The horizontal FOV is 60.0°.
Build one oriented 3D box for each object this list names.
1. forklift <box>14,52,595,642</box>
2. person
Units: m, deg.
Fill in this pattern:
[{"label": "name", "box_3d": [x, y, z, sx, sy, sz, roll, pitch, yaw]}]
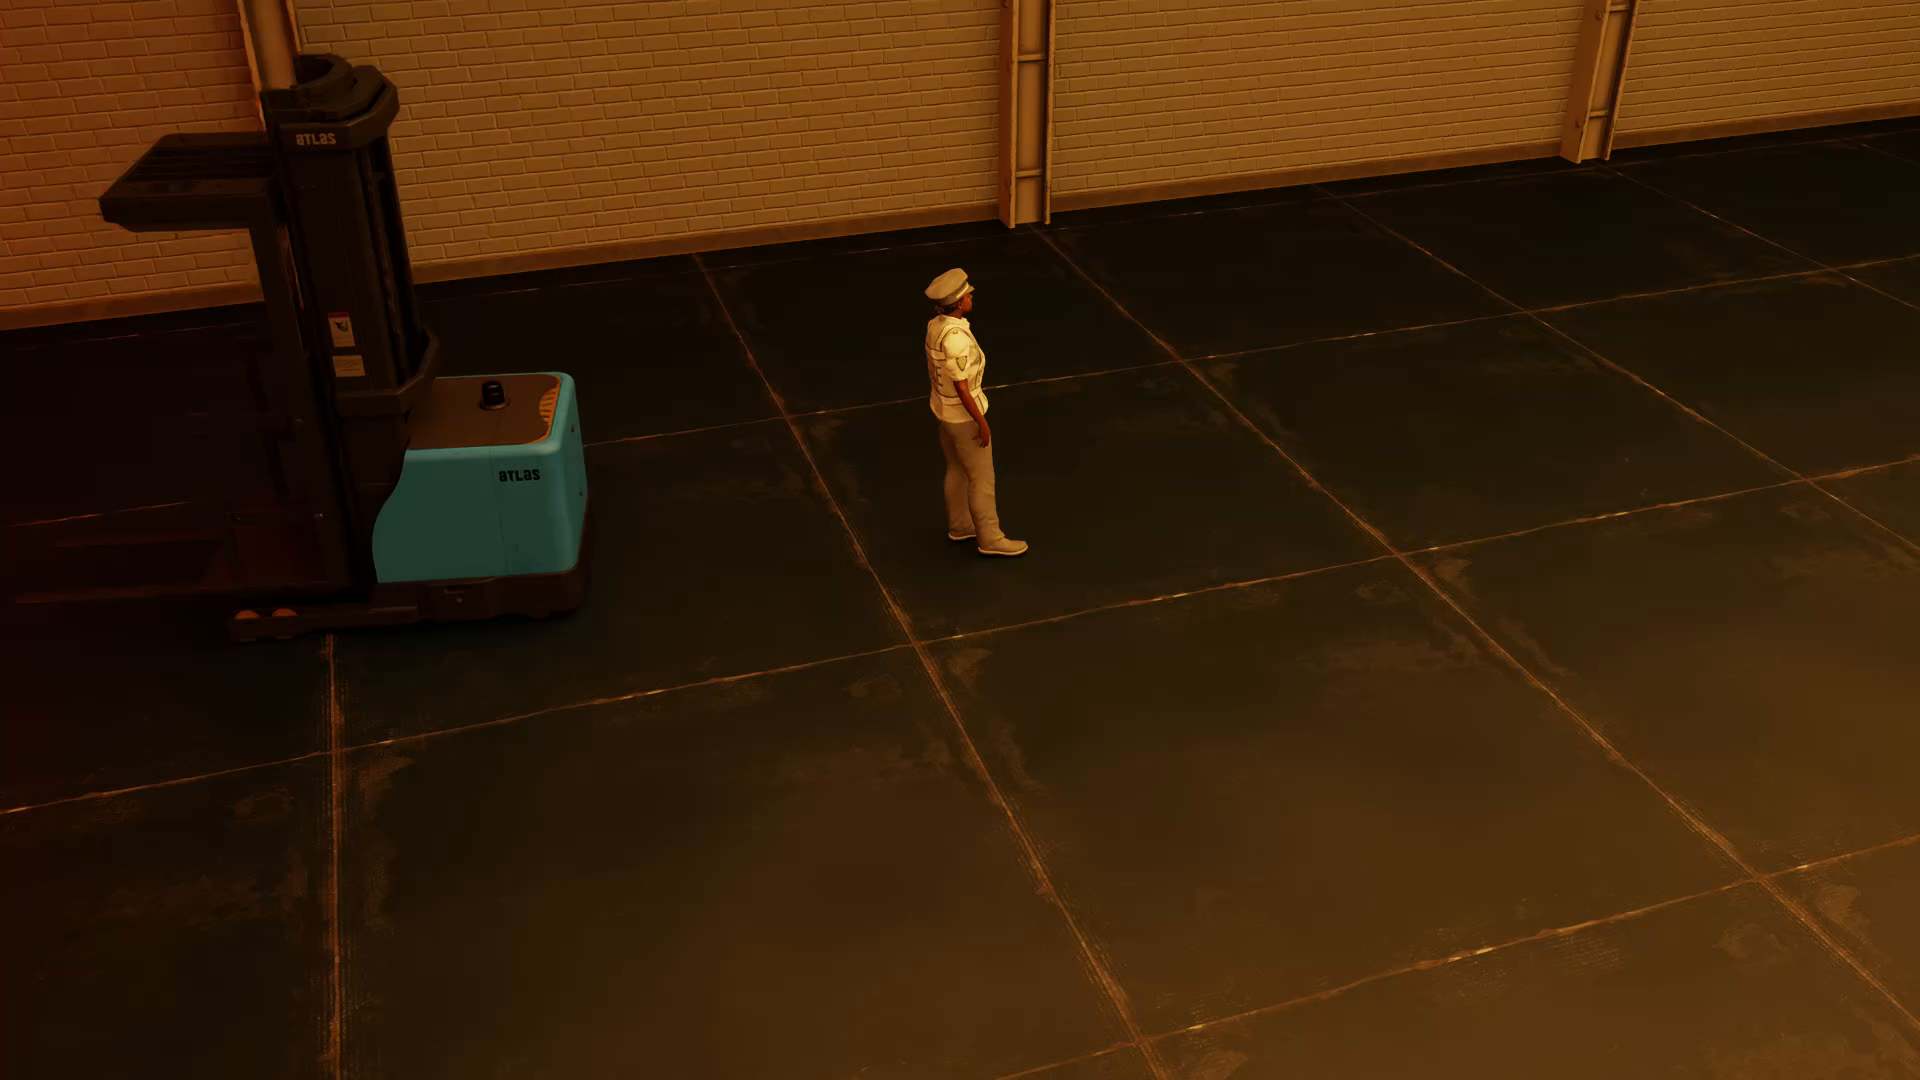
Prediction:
[{"label": "forklift", "box_3d": [-3.658, -0.995, 8.816, 3.031, 2.935, 1.130, -3, 30, -6]}, {"label": "person", "box_3d": [0.078, -0.743, 9.604, 0.528, 1.695, 0.569, -10, 31, -16]}]
